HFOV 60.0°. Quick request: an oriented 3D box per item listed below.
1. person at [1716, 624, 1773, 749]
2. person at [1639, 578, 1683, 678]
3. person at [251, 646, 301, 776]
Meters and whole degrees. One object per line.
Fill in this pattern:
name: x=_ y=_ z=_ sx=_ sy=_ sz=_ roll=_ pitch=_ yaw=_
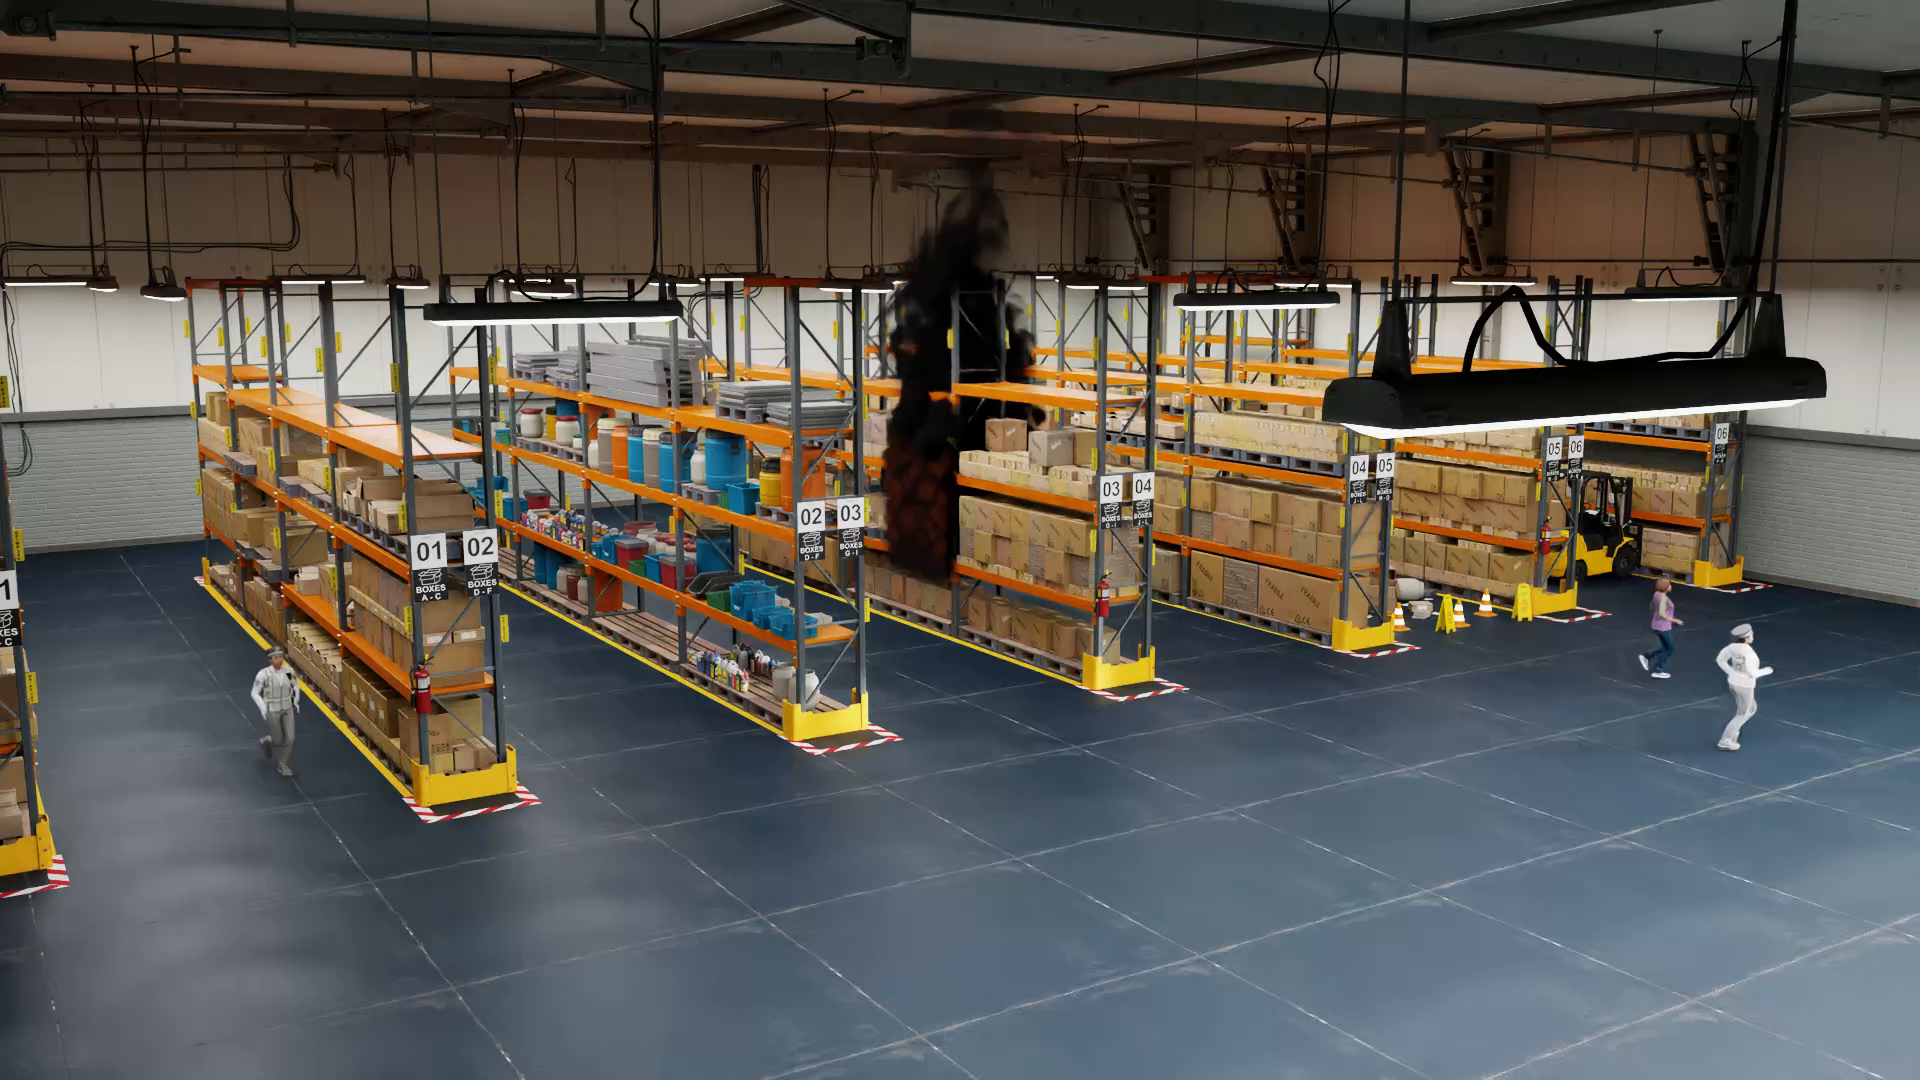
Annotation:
person: x=10.201 y=1.912 z=21.613 sx=0.614 sy=1.685 sz=0.596 roll=0 pitch=10 yaw=-2
person: x=10.699 y=1.342 z=25.364 sx=0.560 sy=1.550 sz=0.532 roll=2 pitch=10 yaw=10
person: x=-8.506 y=2.089 z=20.701 sx=0.603 sy=1.648 sz=0.593 roll=-9 pitch=13 yaw=-42
